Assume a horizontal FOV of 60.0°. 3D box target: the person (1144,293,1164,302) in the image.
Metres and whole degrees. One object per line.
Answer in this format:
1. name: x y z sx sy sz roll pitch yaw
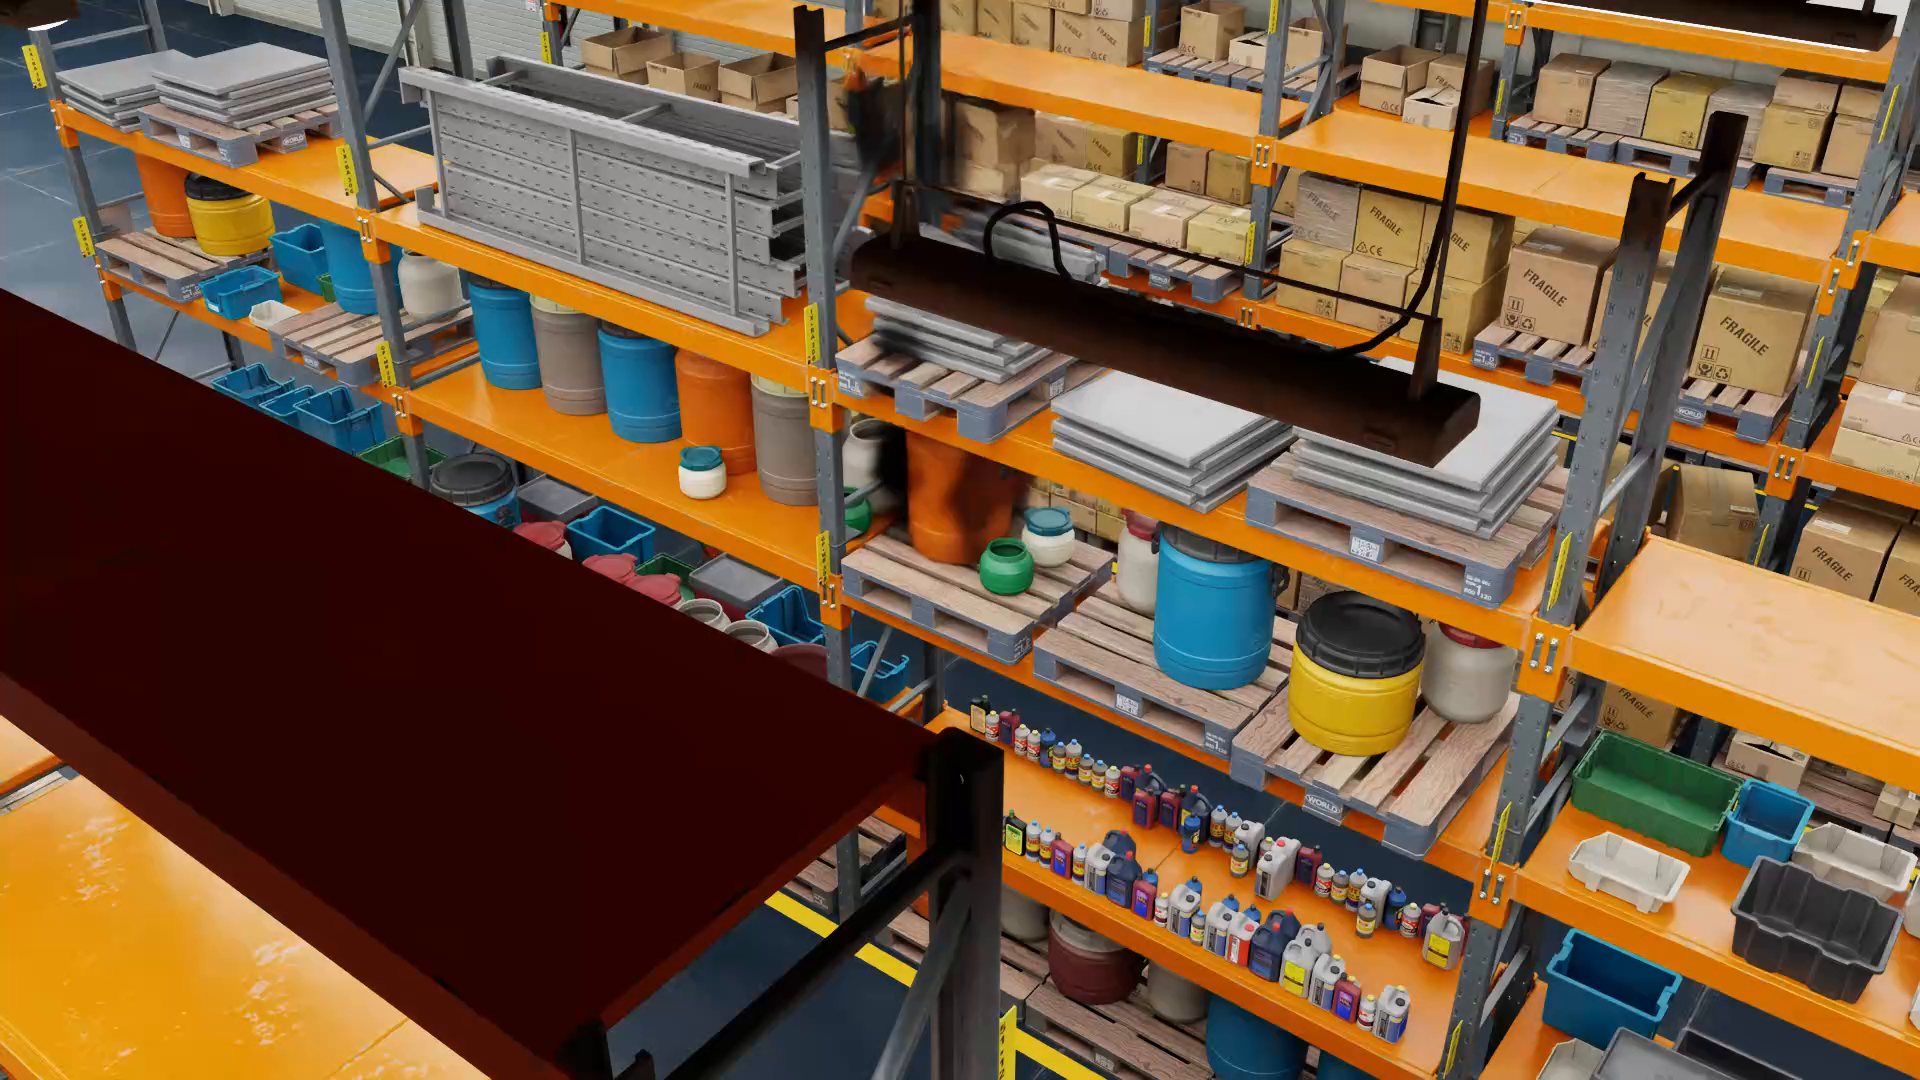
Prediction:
1. person: 1.845 -2.330 16.749 0.543 0.830 0.550 15 34 23
